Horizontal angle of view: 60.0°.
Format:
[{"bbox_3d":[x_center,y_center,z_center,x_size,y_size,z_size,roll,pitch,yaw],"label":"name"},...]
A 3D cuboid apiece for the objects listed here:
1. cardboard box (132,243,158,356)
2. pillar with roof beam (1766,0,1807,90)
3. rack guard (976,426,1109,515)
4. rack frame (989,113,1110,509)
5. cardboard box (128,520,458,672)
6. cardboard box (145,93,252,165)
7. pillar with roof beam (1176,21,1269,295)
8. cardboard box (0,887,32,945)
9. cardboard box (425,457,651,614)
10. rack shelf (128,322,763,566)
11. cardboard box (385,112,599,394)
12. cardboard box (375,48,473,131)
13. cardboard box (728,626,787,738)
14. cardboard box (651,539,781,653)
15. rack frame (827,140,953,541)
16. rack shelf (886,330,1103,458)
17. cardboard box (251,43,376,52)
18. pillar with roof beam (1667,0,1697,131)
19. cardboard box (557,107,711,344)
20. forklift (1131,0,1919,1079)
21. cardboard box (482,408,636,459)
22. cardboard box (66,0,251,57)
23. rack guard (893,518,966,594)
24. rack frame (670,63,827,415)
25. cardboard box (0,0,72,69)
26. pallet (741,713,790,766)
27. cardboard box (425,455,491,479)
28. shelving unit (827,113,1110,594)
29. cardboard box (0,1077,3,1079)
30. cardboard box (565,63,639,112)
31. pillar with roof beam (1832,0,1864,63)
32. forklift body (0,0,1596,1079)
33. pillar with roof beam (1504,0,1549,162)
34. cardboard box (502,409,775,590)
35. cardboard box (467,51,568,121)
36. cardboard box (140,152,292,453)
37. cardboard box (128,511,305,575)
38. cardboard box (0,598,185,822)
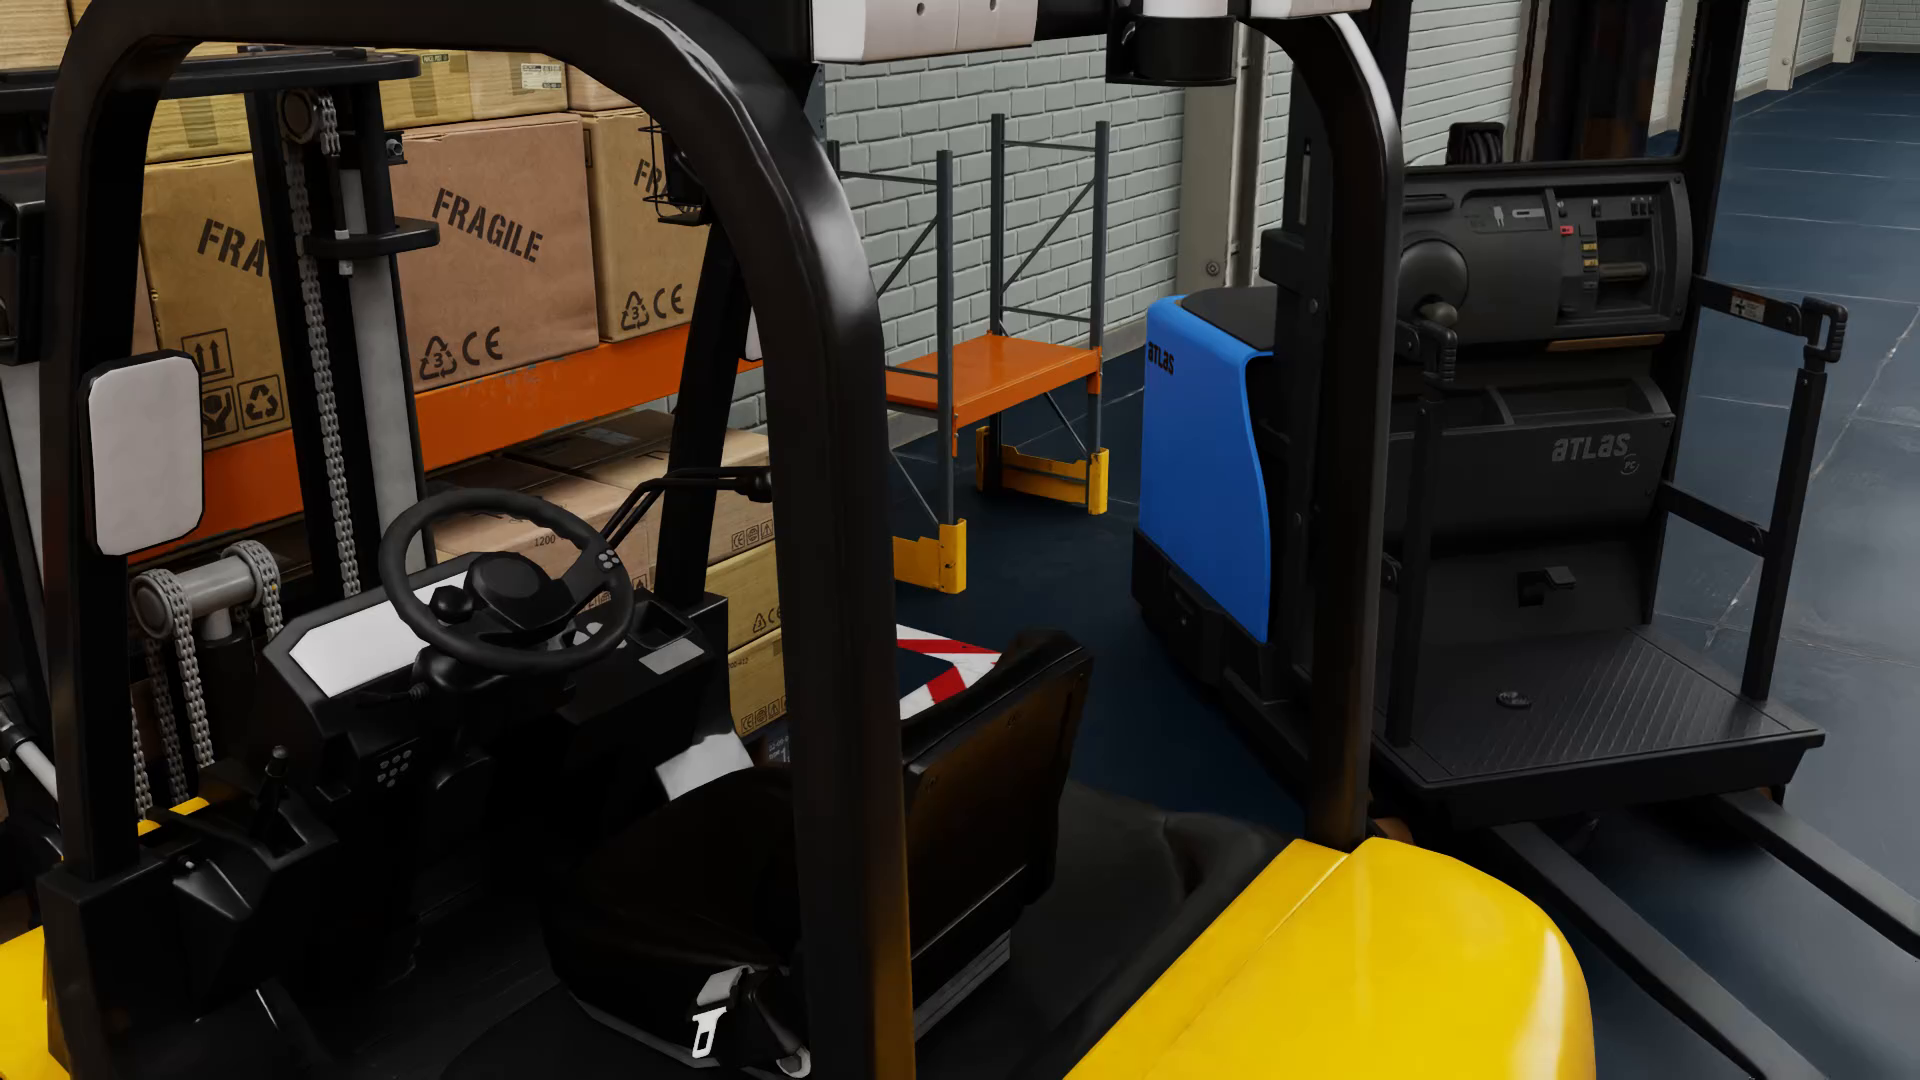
[{"bbox_3d":[-1.701,-0.347,2.735,0.500,0.500,0.500,13,24,32],"label":"cardboard box"},{"bbox_3d":[15.135,-9.769,19.704,9.100,9.000,0.400,13,24,32],"label":"pillar with roof beam"},{"bbox_3d":[0.323,-0.282,6.667,0.587,0.250,0.087,13,24,32],"label":"rack guard"},{"bbox_3d":[0.334,-0.874,6.465,0.500,1.500,0.032,13,24,32],"label":"rack frame"},{"bbox_3d":[-1.339,0.178,3.377,0.500,0.250,0.500,14,24,32],"label":"cardboard box"},{"bbox_3d":[-1.445,-0.757,2.909,0.380,0.149,0.250,13,24,32],"label":"cardboard box"},{"bbox_3d":[5.016,-4.605,5.742,9.100,9.000,0.400,13,24,32],"label":"pillar with roof beam"},{"bbox_3d":[-1.644,0.563,3.058,0.500,0.250,0.500,13,24,32],"label":"cardboard box"},{"bbox_3d":[-1.064,0.031,3.773,0.500,0.250,0.500,14,24,33],"label":"cardboard box"},{"bbox_3d":[-1.905,-0.022,3.037,1.077,0.370,4.000,13,24,32],"label":"rack shelf"},{"bbox_3d":[-1.139,-0.640,3.528,0.500,0.500,0.500,14,25,33],"label":"cardboard box"},{"bbox_3d":[-1.208,-0.919,3.348,0.380,0.149,0.250,13,24,31],"label":"cardboard box"},{"bbox_3d":[-0.783,0.356,4.337,0.500,0.250,0.500,13,24,32],"label":"cardboard box"},{"bbox_3d":[-0.796,0.126,4.239,0.500,0.250,0.500,13,24,31],"label":"cardboard box"},{"bbox_3d":[-0.238,-0.582,5.677,0.500,1.500,0.032,13,24,32],"label":"rack frame"},{"bbox_3d":[0.048,-0.559,6.133,0.538,0.185,1.000,13,24,32],"label":"rack shelf"},{"bbox_3d":[-1.301,-0.969,3.054,0.380,0.149,0.250,14,24,33],"label":"cardboard box"},{"bbox_3d":[11.762,-8.048,15.050,9.100,9.000,0.400,13,24,32],"label":"pillar with roof beam"},{"bbox_3d":[-0.840,-0.787,3.926,0.500,0.500,0.500,13,24,31],"label":"cardboard box"},{"bbox_3d":[1.442,-0.690,3.904,1.130,2.935,3.031,-5,21,-14],"label":"forklift"},{"bbox_3d":[-1.207,-0.208,4.421,0.500,0.250,0.500,13,24,31],"label":"cardboard box"},{"bbox_3d":[-1.442,-0.894,2.850,0.380,0.149,0.250,14,24,33],"label":"cardboard box"},{"bbox_3d":[-0.237,0.004,5.894,0.587,0.250,0.087,13,24,32],"label":"rack guard"},{"bbox_3d":[-0.781,-0.933,4.464,1.000,3.000,0.127,13,24,32],"label":"rack frame"},{"bbox_3d":[-1.665,-0.838,2.700,0.380,0.149,0.250,14,24,33],"label":"cardboard box"},{"bbox_3d":[-1.176,0.602,4.332,1.003,0.211,1.213,13,24,32],"label":"pallet"},{"bbox_3d":[-1.485,-0.064,4.032,0.500,0.250,0.500,13,24,32],"label":"cardboard box"},{"bbox_3d":[0.043,-0.725,6.064,0.587,1.500,1.083,13,24,32],"label":"shelving unit"},{"bbox_3d":[-1.935,0.934,2.774,0.500,0.250,0.500,14,24,33],"label":"cardboard box"},{"bbox_3d":[-0.863,-1.051,3.703,0.380,0.149,0.250,14,24,33],"label":"cardboard box"},{"bbox_3d":[18.507,-11.491,24.358,9.100,9.000,0.400,13,24,32],"label":"pillar with roof beam"},{"bbox_3d":[-0.338,0.365,2.178,2.313,2.155,1.214,13,24,32],"label":"forklift body"},{"bbox_3d":[8.389,-6.326,10.396,9.100,9.000,0.400,13,24,32],"label":"pillar with roof beam"},{"bbox_3d":[-0.781,-0.116,4.173,0.500,0.250,0.500,14,25,34],"label":"cardboard box"},{"bbox_3d":[-1.059,-0.988,3.534,0.380,0.149,0.250,14,24,33],"label":"cardboard box"},{"bbox_3d":[-1.427,-0.493,3.131,0.500,0.500,0.500,13,24,31],"label":"cardboard box"},{"bbox_3d":[-1.775,0.077,3.649,0.500,0.250,0.500,13,24,31],"label":"cardboard box"},{"bbox_3d":[-1.630,0.322,2.988,0.500,0.250,0.500,13,24,31],"label":"cardboard box"}]
